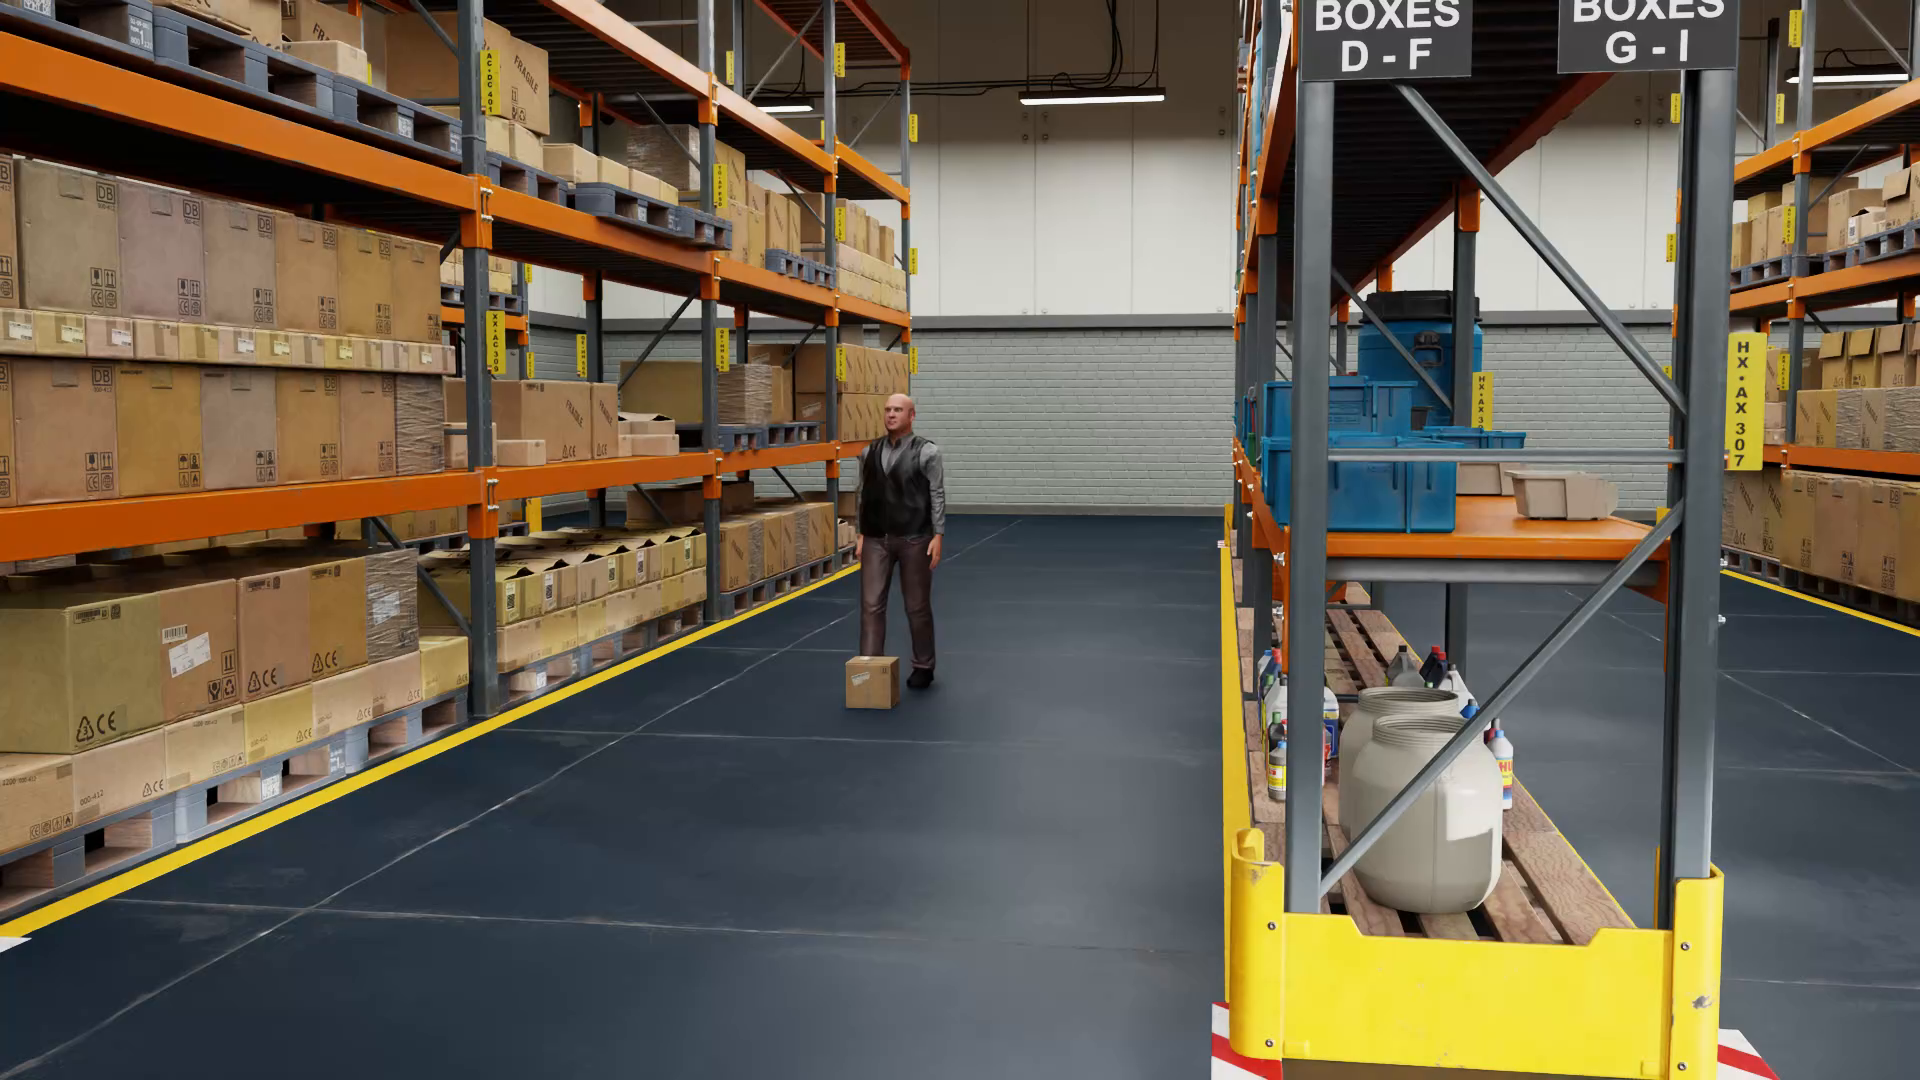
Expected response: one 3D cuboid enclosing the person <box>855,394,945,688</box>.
[{"bbox_3d":[-0.378,0.019,9.539,0.559,1.715,0.714,1,5,17],"label":"person"}]
